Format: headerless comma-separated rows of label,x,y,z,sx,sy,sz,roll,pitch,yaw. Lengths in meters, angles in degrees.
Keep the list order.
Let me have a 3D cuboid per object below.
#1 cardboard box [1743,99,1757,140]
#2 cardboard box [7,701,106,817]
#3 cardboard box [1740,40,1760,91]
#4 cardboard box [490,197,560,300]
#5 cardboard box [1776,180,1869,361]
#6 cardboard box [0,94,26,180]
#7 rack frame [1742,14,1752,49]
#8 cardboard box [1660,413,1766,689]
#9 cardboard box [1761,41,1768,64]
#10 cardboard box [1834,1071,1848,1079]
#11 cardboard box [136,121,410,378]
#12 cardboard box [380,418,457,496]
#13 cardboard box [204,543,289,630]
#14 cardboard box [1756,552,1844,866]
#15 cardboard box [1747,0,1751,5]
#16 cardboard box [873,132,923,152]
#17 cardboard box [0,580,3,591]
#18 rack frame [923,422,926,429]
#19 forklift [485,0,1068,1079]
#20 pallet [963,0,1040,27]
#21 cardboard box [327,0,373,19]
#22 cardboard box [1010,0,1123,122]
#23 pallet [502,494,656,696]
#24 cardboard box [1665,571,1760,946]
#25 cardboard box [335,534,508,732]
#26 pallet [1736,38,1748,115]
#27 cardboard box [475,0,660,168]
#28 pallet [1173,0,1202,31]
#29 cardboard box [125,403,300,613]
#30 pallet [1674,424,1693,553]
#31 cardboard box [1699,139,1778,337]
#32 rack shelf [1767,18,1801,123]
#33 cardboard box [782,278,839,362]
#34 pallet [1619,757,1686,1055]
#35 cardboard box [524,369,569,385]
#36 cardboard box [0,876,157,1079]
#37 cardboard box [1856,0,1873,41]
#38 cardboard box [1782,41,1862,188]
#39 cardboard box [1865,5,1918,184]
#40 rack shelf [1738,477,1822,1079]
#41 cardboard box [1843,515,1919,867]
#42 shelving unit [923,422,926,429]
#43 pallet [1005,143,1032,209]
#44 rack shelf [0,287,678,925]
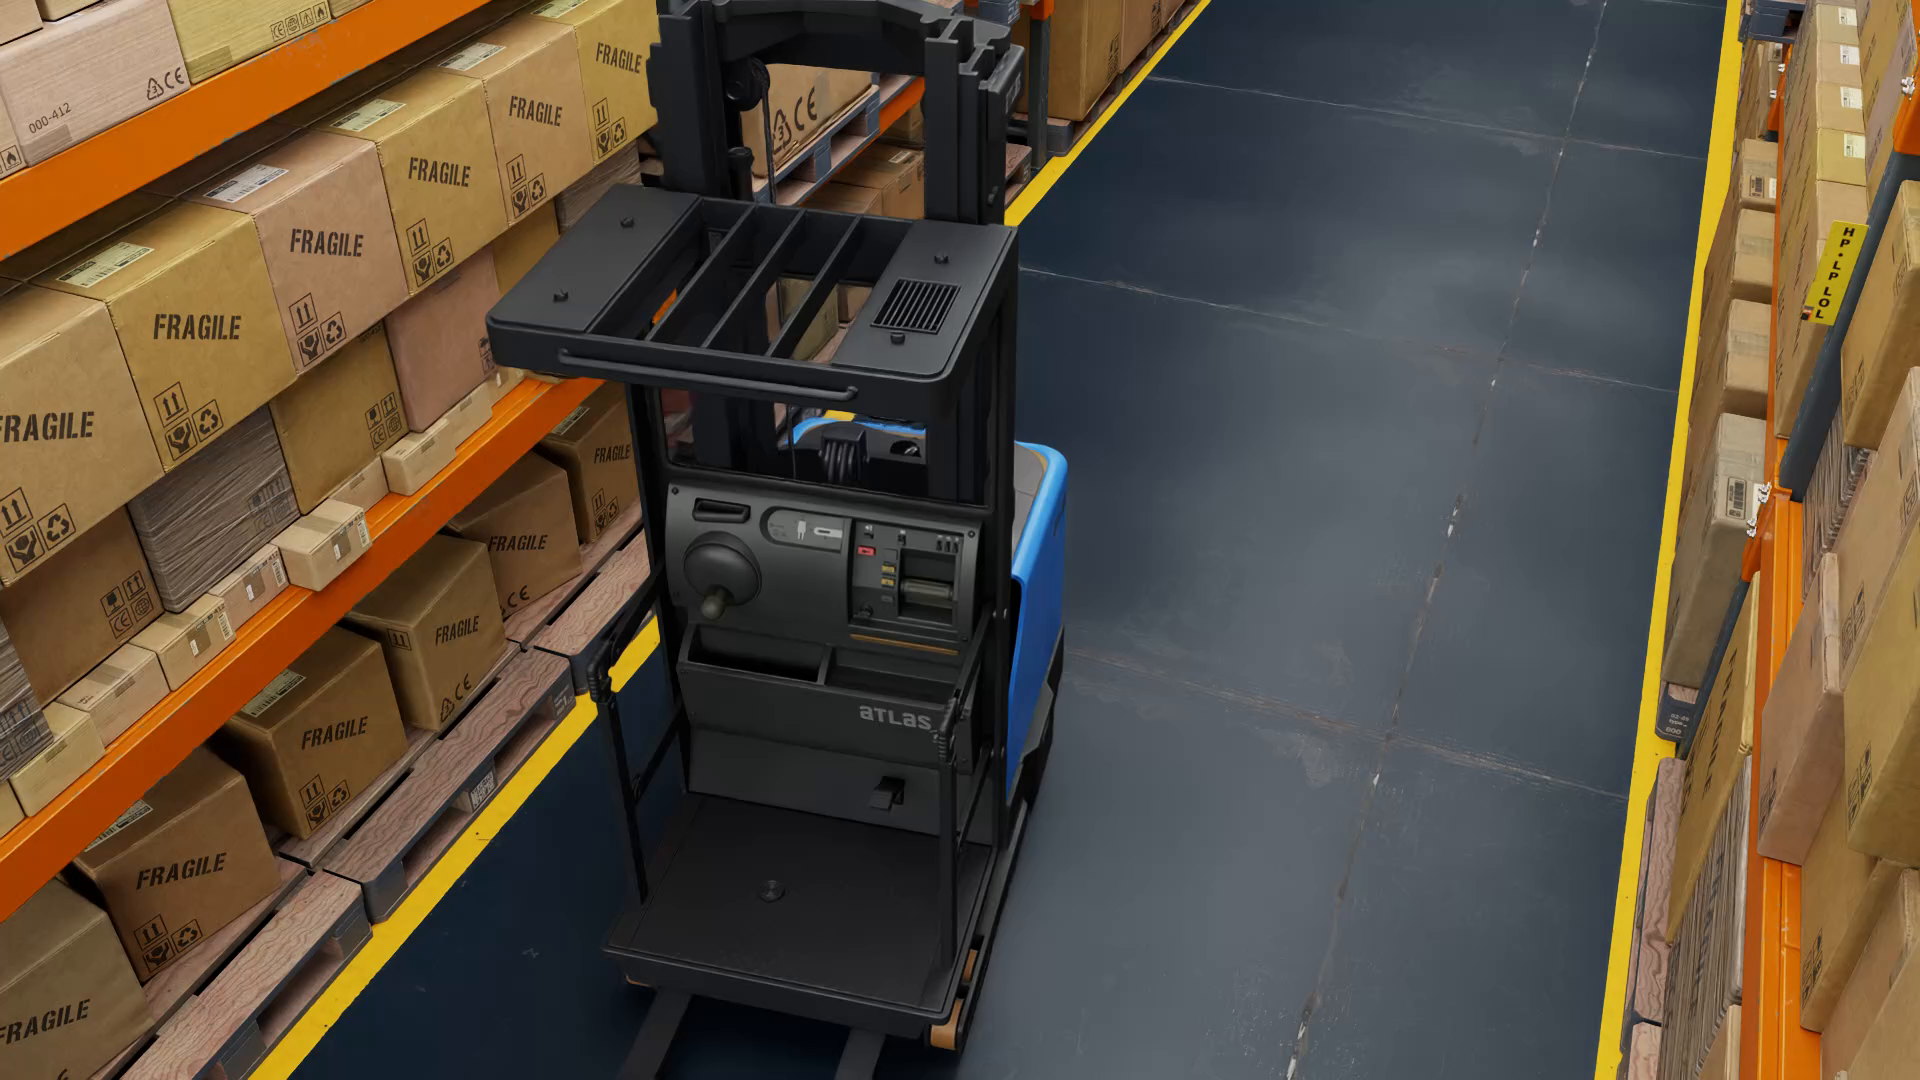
cardboard box,4.810,-2.325,9.592,0.500,0.500,0.500,15,39,20
cardboard box,-2.441,0.525,4.253,0.380,0.149,0.250,14,39,18
cardboard box,5.396,-3.187,10.745,0.500,0.500,0.500,16,40,20
cardboard box,-1.921,-1.074,5.849,0.875,0.500,0.500,14,39,18
cardboard box,3.222,-0.902,5.868,0.500,0.500,0.500,13,39,17
cardboard box,-2.379,-0.840,3.488,0.500,0.250,0.500,13,39,17
rack frame,6.122,-4.662,10.981,1.000,3.000,0.127,14,39,18
cardboard box,3.232,0.136,6.090,1.050,0.750,0.750,14,39,18
cardboard box,5.008,-2.913,9.752,0.500,0.250,0.500,15,39,19
cardboard box,1.845,1.397,2.750,0.875,0.550,0.550,14,39,18
cardboard box,-1.960,-0.836,4.696,0.500,0.500,0.500,14,39,18
cardboard box,-1.864,-0.304,5.362,0.380,0.149,0.250,14,39,18
cardboard box,-2.193,0.100,4.821,0.380,0.149,0.250,14,39,18
cardboard box,2.447,0.496,3.955,0.875,0.550,0.550,14,39,18
cardboard box,5.957,-3.983,12.103,0.380,0.149,0.250,14,39,18
cardboard box,-0.384,-2.122,9.304,0.700,0.500,0.500,11,38,14
cardboard box,-2.531,-0.006,3.585,0.500,0.500,0.500,14,39,18
rack frame,-0.040,-0.422,6.812,0.240,1.200,0.006,14,39,18
forklift,-0.451,0.143,4.611,1.130,2.935,3.031,8,38,11
pallet,-0.121,-3.137,9.102,1.213,0.211,1.003,14,39,18
cardboard box,-1.799,-1.678,4.609,0.500,0.250,0.500,14,39,17
cardboard box,0.334,-3.327,10.620,1.225,0.875,0.875,12,38,16
pallet,-1.693,0.079,6.969,1.003,0.211,1.213,14,39,18
cardboard box,2.775,0.783,5.121,0.875,0.875,0.875,14,39,18
cardboard box,-2.034,0.308,6.070,0.500,0.500,0.500,11,38,14
pallet,5.828,-3.113,11.239,1.003,0.211,1.213,14,39,18
cardboard box,-1.387,-1.666,5.806,0.500,0.500,0.500,14,39,18
pallet,1.350,-4.286,12.808,1.003,0.211,1.213,14,39,18
cardboard box,-2.448,-0.232,4.723,0.875,0.500,0.500,14,39,18
pallet,3.765,-0.238,7.392,1.003,0.211,1.213,14,39,18
cardboard box,4.286,-1.397,8.143,1.050,0.750,0.750,13,39,17
rack shelf,5.361,-3.266,9.715,1.077,0.370,4.000,14,39,18
cardboard box,-1.017,-1.188,8.054,0.700,0.500,0.500,14,39,17
pallet,2.717,1.288,5.351,1.003,0.211,1.213,14,39,18
cardboard box,-1.527,-0.707,5.900,0.380,0.149,0.250,14,39,18
cardboard box,-2.739,1.288,4.759,0.500,0.500,0.500,21,42,26
cardboard box,4.229,-2.361,6.985,0.700,0.500,0.500,13,39,17
cardboard box,3.797,-1.739,6.987,0.500,0.500,0.500,14,39,18
cardboard box,3.648,-1.514,5.852,0.700,0.500,0.500,14,39,18
rack shelf,2.318,1.163,3.789,1.077,0.370,4.000,14,39,18
cardboard box,2.278,0.365,3.229,0.875,0.550,0.500,14,39,18
shelving unit,-0.005,-0.473,6.880,0.258,1.200,0.189,14,39,18
pallet,-0.247,-2.084,9.861,1.003,0.211,1.213,14,39,18
rack shelf,-2.231,-0.023,5.376,1.077,0.370,4.000,14,39,18
